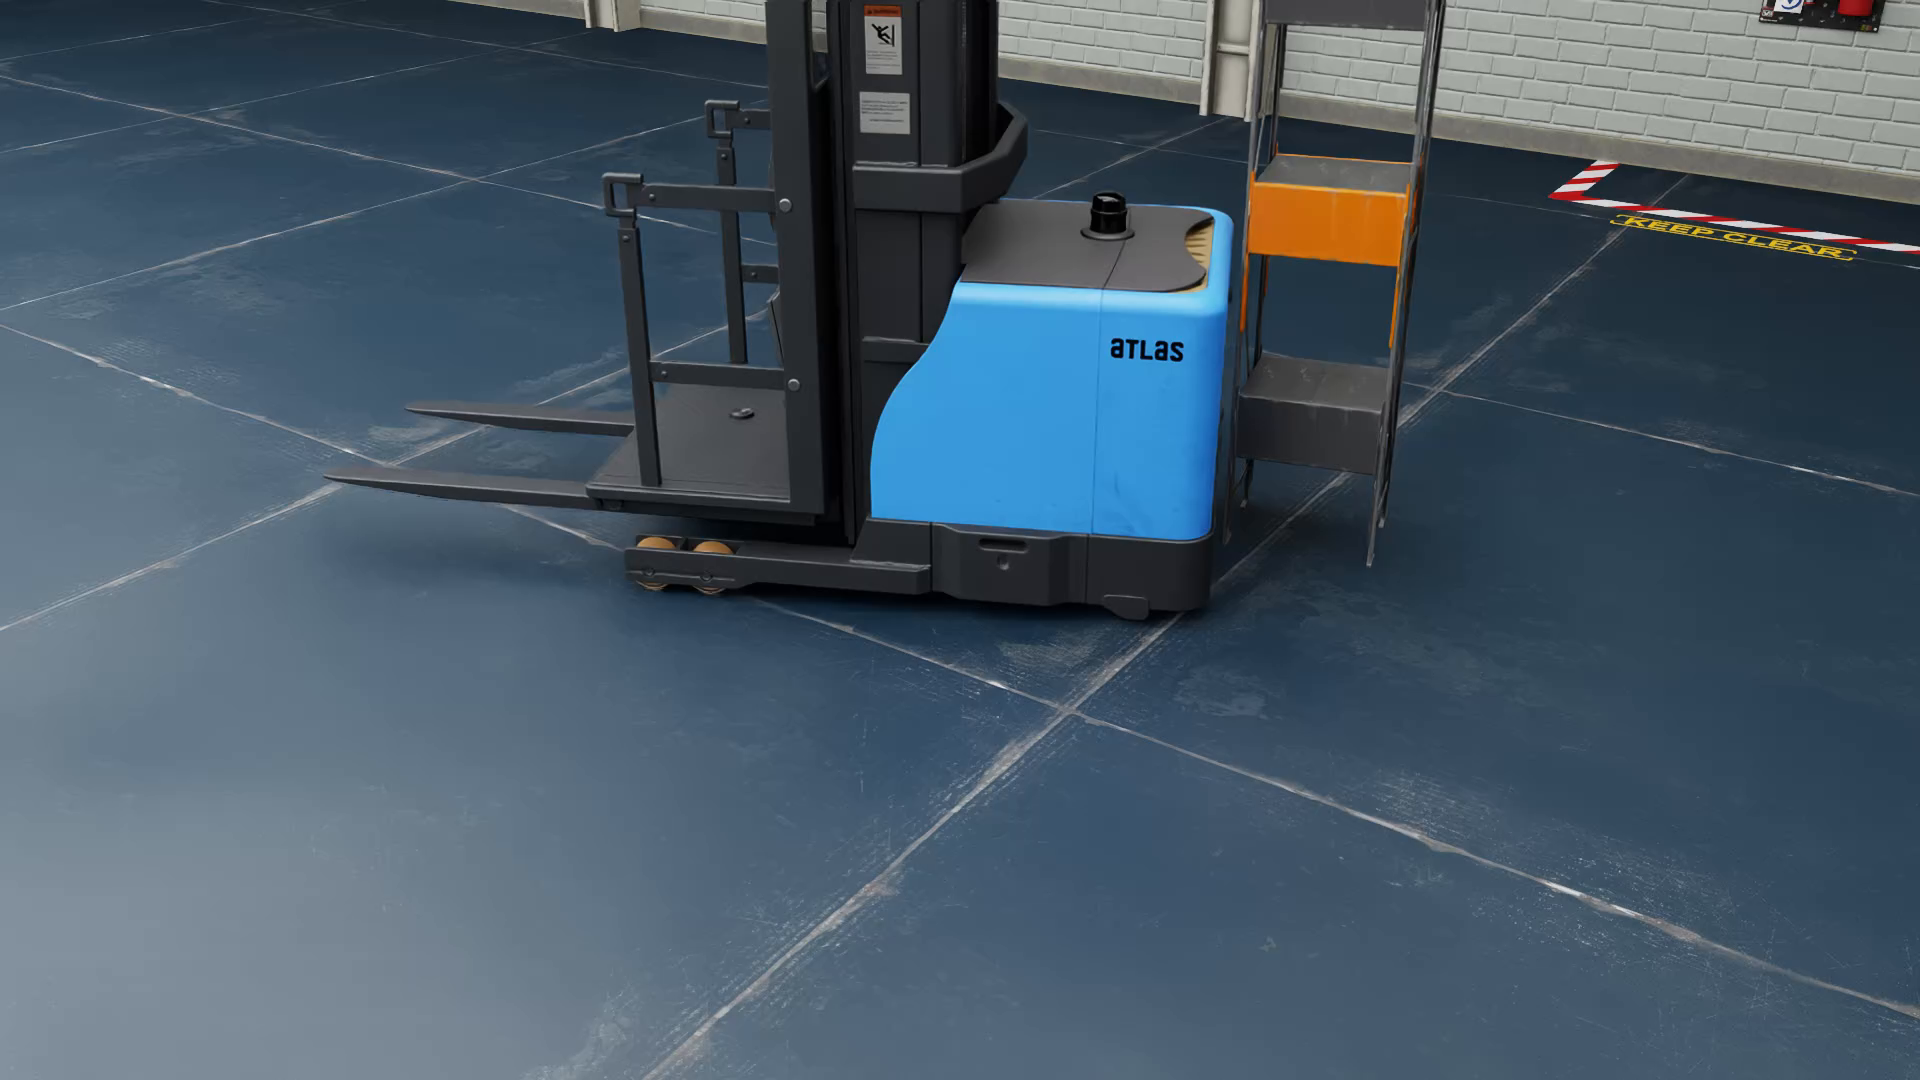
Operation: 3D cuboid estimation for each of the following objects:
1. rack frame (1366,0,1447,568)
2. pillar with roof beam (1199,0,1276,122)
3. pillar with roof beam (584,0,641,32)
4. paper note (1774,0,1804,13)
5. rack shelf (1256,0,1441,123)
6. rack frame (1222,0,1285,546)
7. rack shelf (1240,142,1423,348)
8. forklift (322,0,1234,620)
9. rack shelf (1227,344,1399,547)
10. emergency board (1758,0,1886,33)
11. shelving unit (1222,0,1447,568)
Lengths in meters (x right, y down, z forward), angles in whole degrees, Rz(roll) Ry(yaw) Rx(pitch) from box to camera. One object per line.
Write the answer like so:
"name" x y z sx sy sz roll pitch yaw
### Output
"rack frame" 1.423 -0.931 5.251 0.015 2.100 0.400 9 28 18
"pillar with roof beam" -0.526 -5.366 6.372 0.400 9.000 9.100 17 32 30
"pillar with roof beam" -5.472 -6.907 9.400 0.400 9.000 9.100 17 32 30
"paper note" 4.735 -3.089 9.483 0.142 0.148 0.016 17 32 30
"rack shelf" 1.188 -1.580 5.019 0.480 0.518 0.431 9 28 18
"rack frame" 0.965 -1.002 5.403 0.015 2.100 0.400 9 28 18
"rack shelf" 1.194 -0.954 5.333 0.480 0.518 0.431 9 28 18
"forklift" -0.638 -1.363 5.196 3.031 2.935 1.130 4 27 9
"rack shelf" 1.201 -0.329 5.647 0.480 0.518 0.431 9 28 18
"emergency board" 4.842 -3.410 9.143 0.643 1.169 0.194 17 32 30
"shelving unit" 1.194 -0.966 5.327 0.503 2.100 0.431 9 28 18
